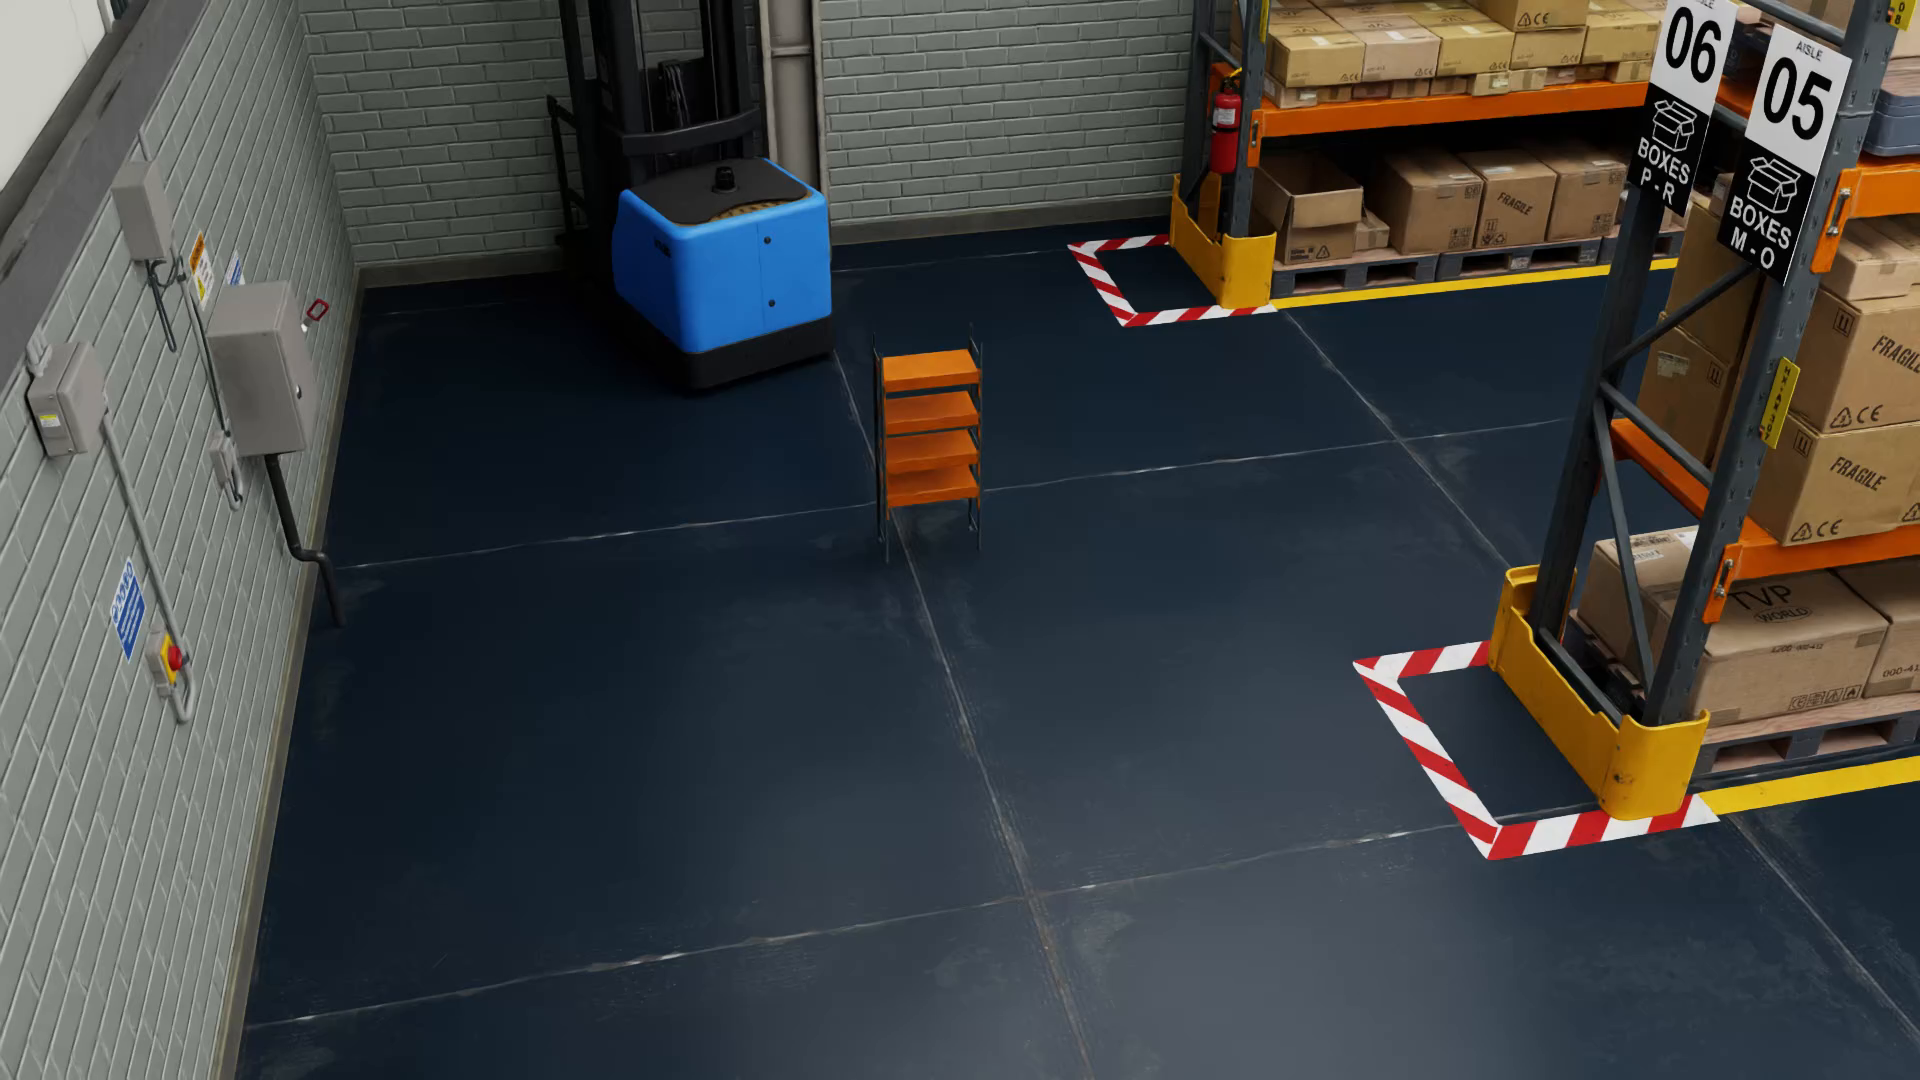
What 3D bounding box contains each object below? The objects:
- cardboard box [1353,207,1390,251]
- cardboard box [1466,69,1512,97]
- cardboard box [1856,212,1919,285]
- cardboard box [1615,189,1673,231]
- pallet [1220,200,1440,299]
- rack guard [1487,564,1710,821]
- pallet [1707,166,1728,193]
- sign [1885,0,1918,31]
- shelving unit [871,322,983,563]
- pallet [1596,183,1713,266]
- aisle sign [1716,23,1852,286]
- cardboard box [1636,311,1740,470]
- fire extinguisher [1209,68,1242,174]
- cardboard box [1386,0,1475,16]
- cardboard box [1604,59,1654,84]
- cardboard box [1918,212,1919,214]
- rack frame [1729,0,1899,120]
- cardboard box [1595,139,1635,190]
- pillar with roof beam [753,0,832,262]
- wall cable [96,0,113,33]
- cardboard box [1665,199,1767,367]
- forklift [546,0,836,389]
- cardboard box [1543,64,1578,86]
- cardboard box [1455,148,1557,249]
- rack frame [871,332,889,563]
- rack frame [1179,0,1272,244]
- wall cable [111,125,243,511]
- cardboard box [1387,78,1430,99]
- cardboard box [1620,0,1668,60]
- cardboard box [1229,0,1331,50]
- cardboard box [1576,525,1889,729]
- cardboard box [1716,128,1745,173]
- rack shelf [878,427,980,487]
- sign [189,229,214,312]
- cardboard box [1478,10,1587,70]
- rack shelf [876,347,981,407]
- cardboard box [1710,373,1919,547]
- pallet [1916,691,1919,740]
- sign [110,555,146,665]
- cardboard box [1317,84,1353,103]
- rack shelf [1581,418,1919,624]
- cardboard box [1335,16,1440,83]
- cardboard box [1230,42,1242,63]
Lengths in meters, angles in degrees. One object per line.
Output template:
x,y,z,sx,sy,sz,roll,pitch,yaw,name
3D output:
2.748,-2.142,11.431,0.250,0.149,0.380,-9,35,-12,cardboard box
3.356,-3.015,10.776,0.250,0.149,0.380,-8,35,-12,cardboard box
3.453,-1.089,6.112,0.250,0.149,0.380,-6,34,-9,cardboard box
4.782,-2.355,11.644,0.258,0.266,0.396,-6,34,-9,cardboard box
2.559,-2.046,11.610,1.213,0.211,1.003,-7,35,-11,pallet
2.783,0.642,7.345,0.348,0.500,1.175,-7,35,-11,rack guard
6.394,-2.551,12.361,1.213,0.211,1.003,-7,35,-11,pallet
2.923,-1.738,5.101,0.005,0.325,0.100,-7,35,-11,sign
-0.161,-0.478,8.385,0.503,1.200,0.258,-7,35,-11,shelving unit
4.939,-2.346,12.057,1.213,0.211,1.003,-7,35,-11,pallet
2.800,-1.312,5.680,0.004,0.787,0.394,-7,35,-11,aisle sign
3.218,-0.644,6.927,0.500,0.500,0.500,-7,34,-10,cardboard box
1.666,-2.640,10.396,0.183,0.674,0.296,-7,35,-11,fire extinguisher
3.085,-3.479,11.111,0.500,0.250,0.500,-6,34,-9,cardboard box
4.352,-3.154,10.984,0.250,0.149,0.380,-8,35,-11,cardboard box
3.588,-1.400,6.575,0.250,0.149,0.380,-8,35,-11,cardboard box
2.806,-2.890,4.981,0.127,3.000,1.000,-7,35,-11,rack frame
4.912,-2.693,12.107,0.500,0.311,0.500,-6,34,-9,cardboard box
-0.171,-3.406,5.750,0.400,9.000,9.100,-7,35,-11,pillar with roof beam
-2.843,-2.447,4.320,0.029,3.000,2.355,-7,35,-11,wall cable
3.224,-1.044,6.627,0.500,0.500,0.500,-6,34,-9,cardboard box
-2.010,-2.902,10.444,1.130,2.935,3.031,-20,39,-27,forklift
3.845,-3.127,10.944,0.250,0.149,0.380,-7,35,-11,cardboard box
3.705,-2.351,11.428,0.500,0.500,0.500,-7,34,-10,cardboard box
-0.399,-0.448,8.341,0.015,1.200,0.240,-7,35,-11,rack frame
1.708,-3.096,10.672,0.127,3.000,1.000,-7,35,-11,rack frame
-3.013,-0.884,6.464,0.122,1.984,0.588,-7,35,-11,wall cable
2.835,-2.989,10.737,0.250,0.149,0.380,-6,34,-9,cardboard box
4.681,-3.384,10.969,0.500,0.250,0.500,-7,35,-10,cardboard box
2.098,-3.358,10.930,0.500,0.250,0.500,-6,34,-9,cardboard box
3.428,0.355,7.451,0.875,0.438,0.875,-8,35,-12,cardboard box
6.023,-2.945,12.314,0.500,0.500,0.500,-7,35,-11,cardboard box
-0.161,-0.422,8.423,0.480,0.148,0.258,-7,35,-11,rack shelf
-3.199,-1.140,7.016,0.001,0.242,0.339,-7,35,-11,sign
3.689,-3.267,10.795,0.500,0.250,0.500,-8,35,-12,cardboard box
-0.161,-0.804,8.166,0.480,0.148,0.258,-7,35,-11,rack shelf
3.338,-0.343,6.480,0.500,0.500,0.500,-7,35,-11,cardboard box
4.756,0.470,7.860,1.213,0.211,1.003,-7,35,-11,pallet
-2.738,0.228,5.475,0.001,0.218,0.327,-7,35,-11,sign
2.327,-2.940,10.664,0.250,0.149,0.380,-6,34,-9,cardboard box
4.757,-0.346,7.219,4.000,0.370,1.077,-7,35,-11,rack shelf
2.701,-3.129,10.588,0.500,0.250,0.500,-7,34,-10,cardboard box
1.972,-3.179,11.020,0.250,0.149,0.380,-8,35,-11,cardboard box
